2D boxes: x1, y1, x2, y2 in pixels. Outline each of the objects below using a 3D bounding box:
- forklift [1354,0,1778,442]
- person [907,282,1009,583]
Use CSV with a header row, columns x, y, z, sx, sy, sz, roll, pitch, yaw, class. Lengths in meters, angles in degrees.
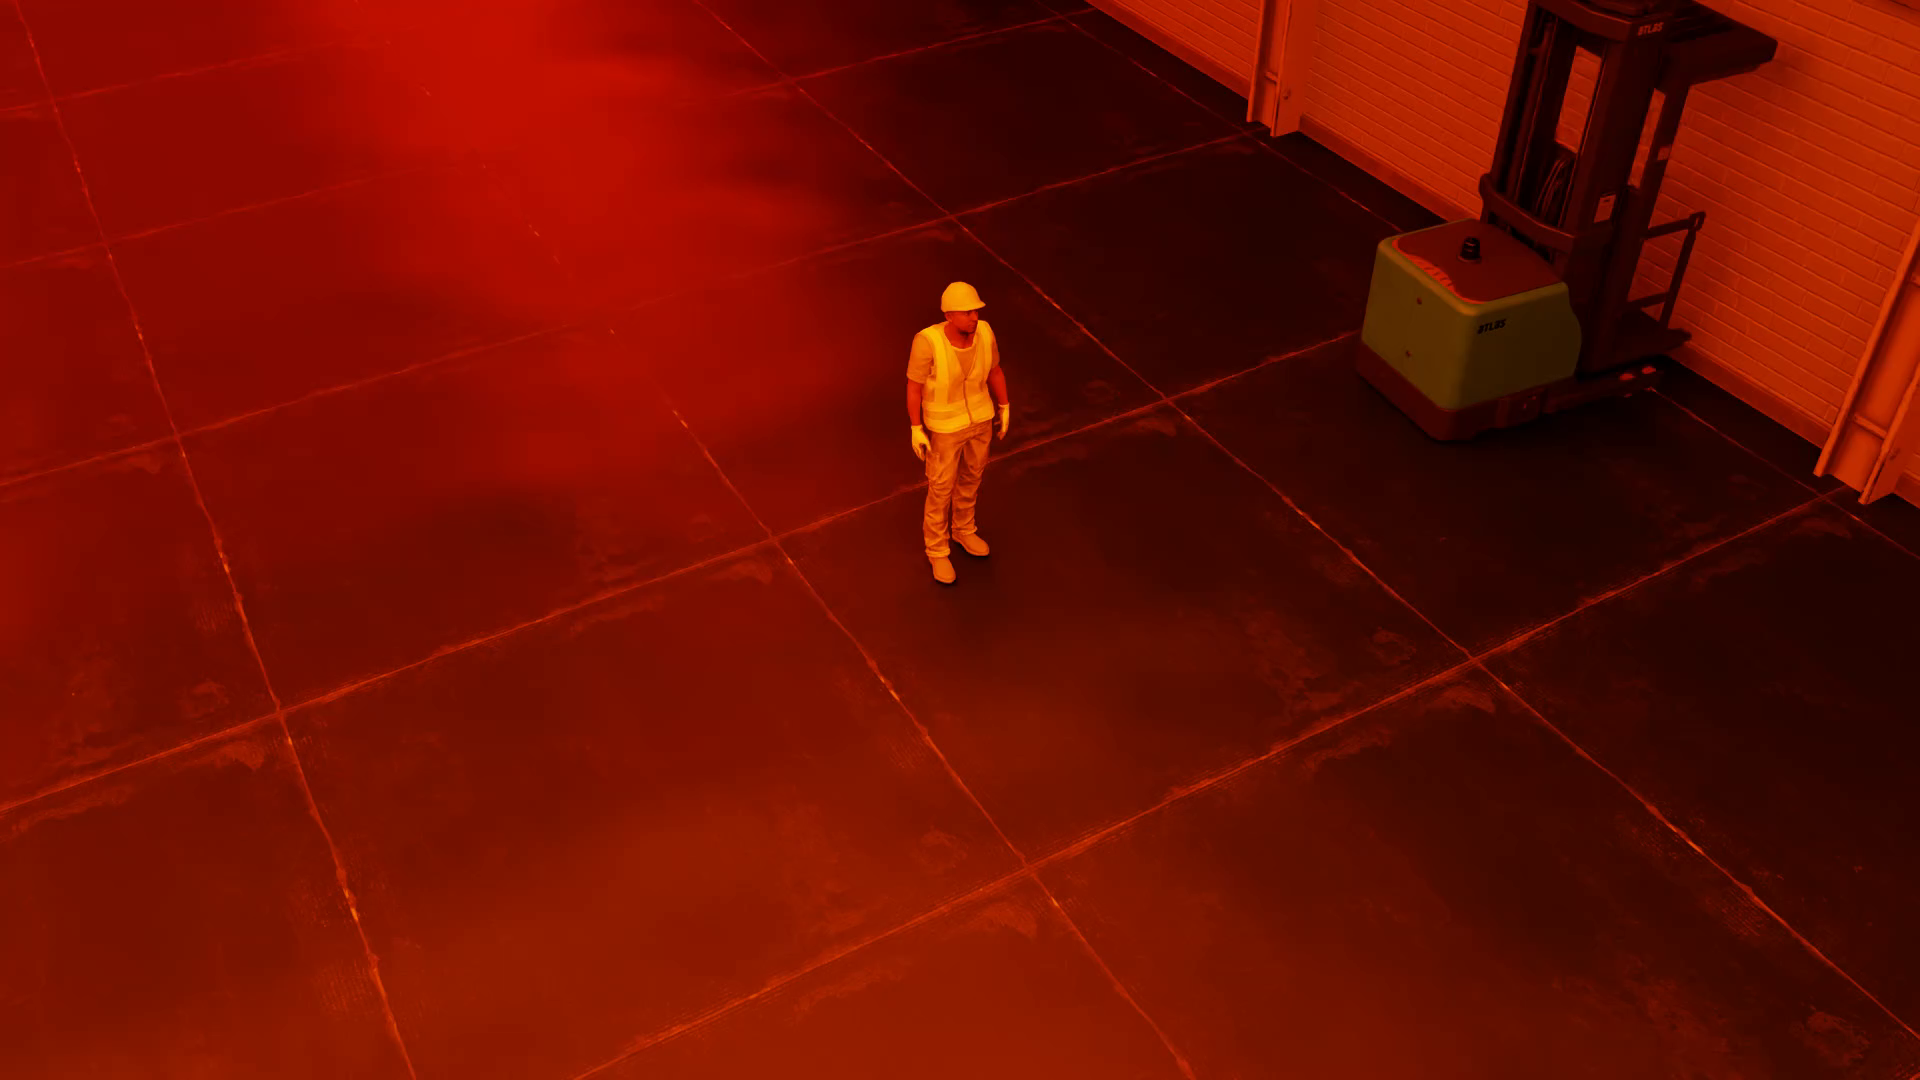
x,y,z,sx,sy,sz,roll,pitch,yaw,class
4.327,-2.410,10.942,3.031,2.935,1.130,-16,42,-18,forklift
0.029,-0.649,9.706,0.657,1.785,0.575,-20,44,-23,person
